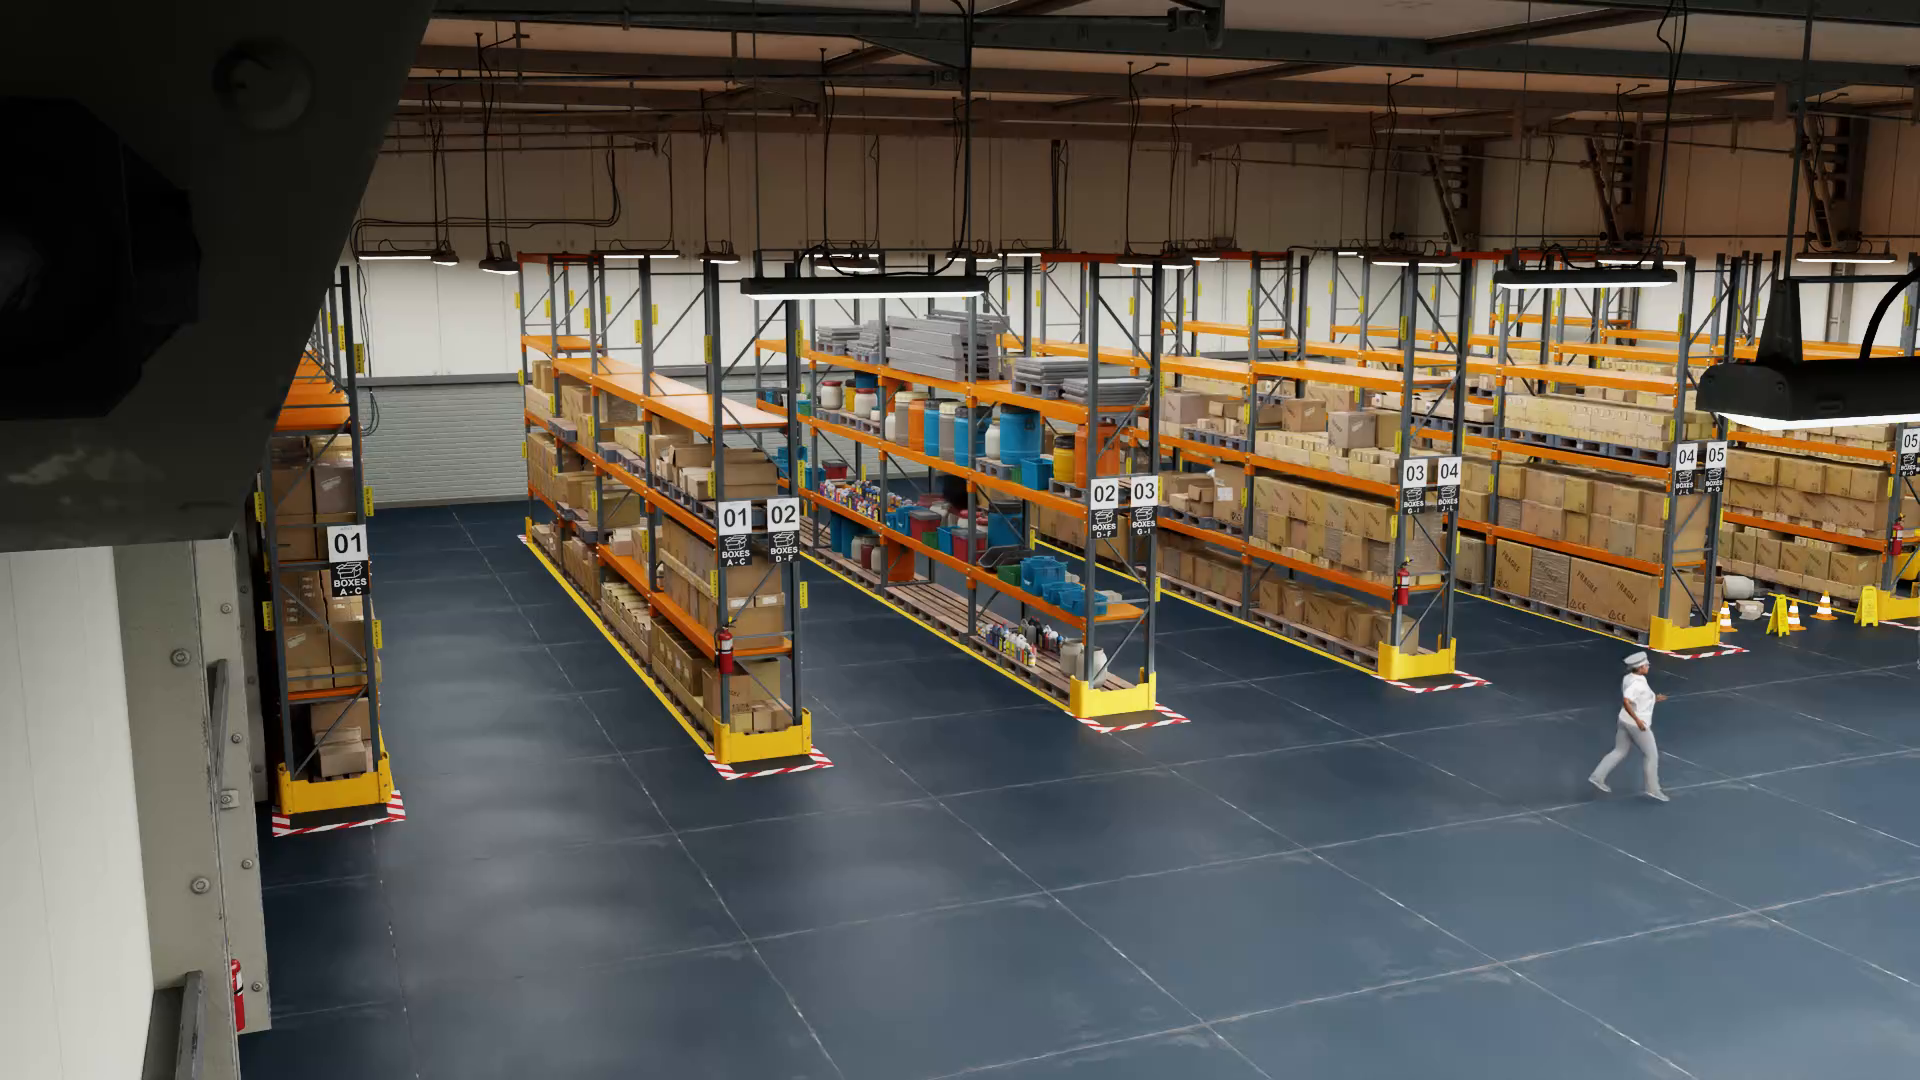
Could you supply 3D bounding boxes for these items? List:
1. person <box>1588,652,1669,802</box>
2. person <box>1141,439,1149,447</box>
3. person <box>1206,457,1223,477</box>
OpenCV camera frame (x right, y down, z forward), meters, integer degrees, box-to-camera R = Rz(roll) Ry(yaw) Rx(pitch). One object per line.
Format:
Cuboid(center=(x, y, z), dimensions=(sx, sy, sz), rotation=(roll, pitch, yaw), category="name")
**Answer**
Cuboid(center=(7.611, 2.101, 18.763), dimensions=(0.863, 1.721, 0.562), rotation=(0, 10, -2), category="person")
Cuboid(center=(4.595, -1.968, 41.582), dimensions=(0.532, 1.571, 0.690), rotation=(-6, 12, -28), category="person")
Cuboid(center=(5.520, -0.960, 35.641), dimensions=(0.608, 1.704, 0.815), rotation=(-3, 11, -18), category="person")
